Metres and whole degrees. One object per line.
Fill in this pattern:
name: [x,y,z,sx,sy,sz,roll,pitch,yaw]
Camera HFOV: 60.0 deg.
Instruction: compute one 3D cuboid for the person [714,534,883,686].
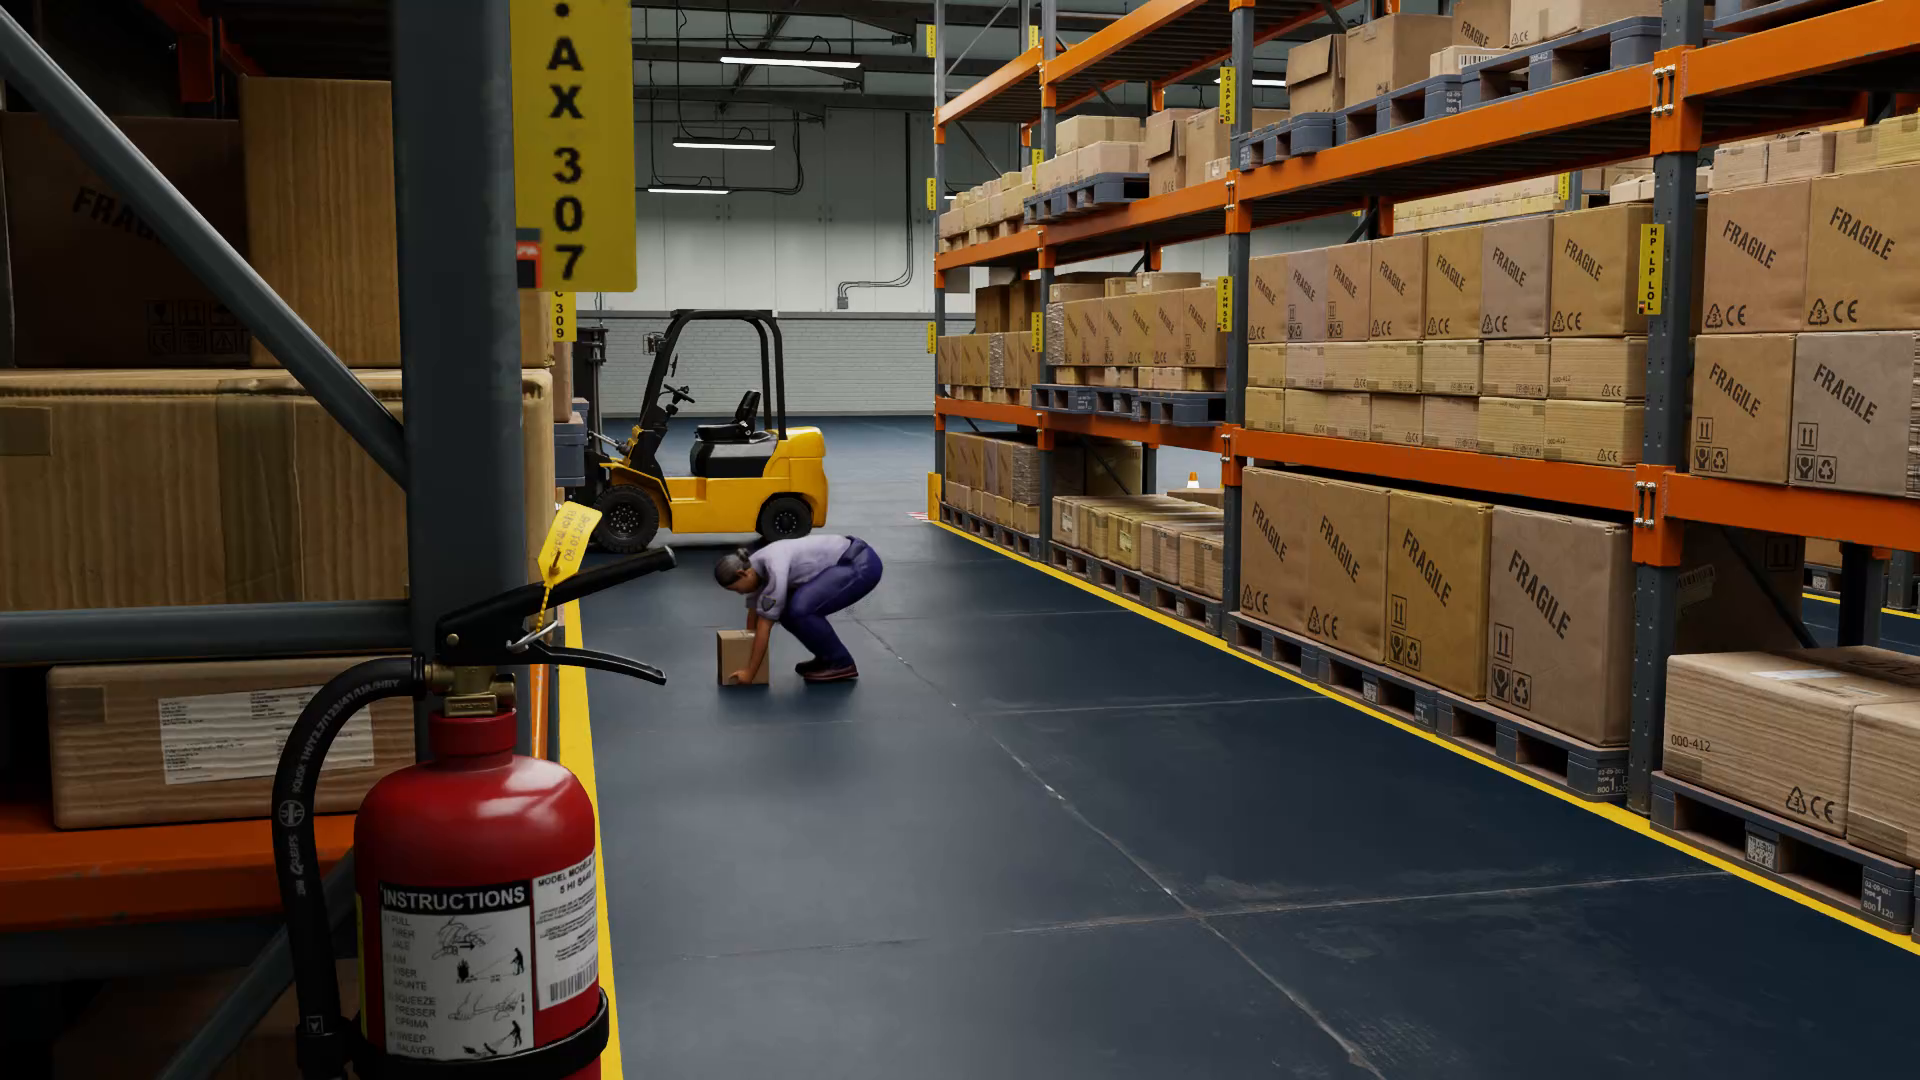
person: [-0.871,0.370,8.968,0.905,0.784,0.521,-2,6,-16]
